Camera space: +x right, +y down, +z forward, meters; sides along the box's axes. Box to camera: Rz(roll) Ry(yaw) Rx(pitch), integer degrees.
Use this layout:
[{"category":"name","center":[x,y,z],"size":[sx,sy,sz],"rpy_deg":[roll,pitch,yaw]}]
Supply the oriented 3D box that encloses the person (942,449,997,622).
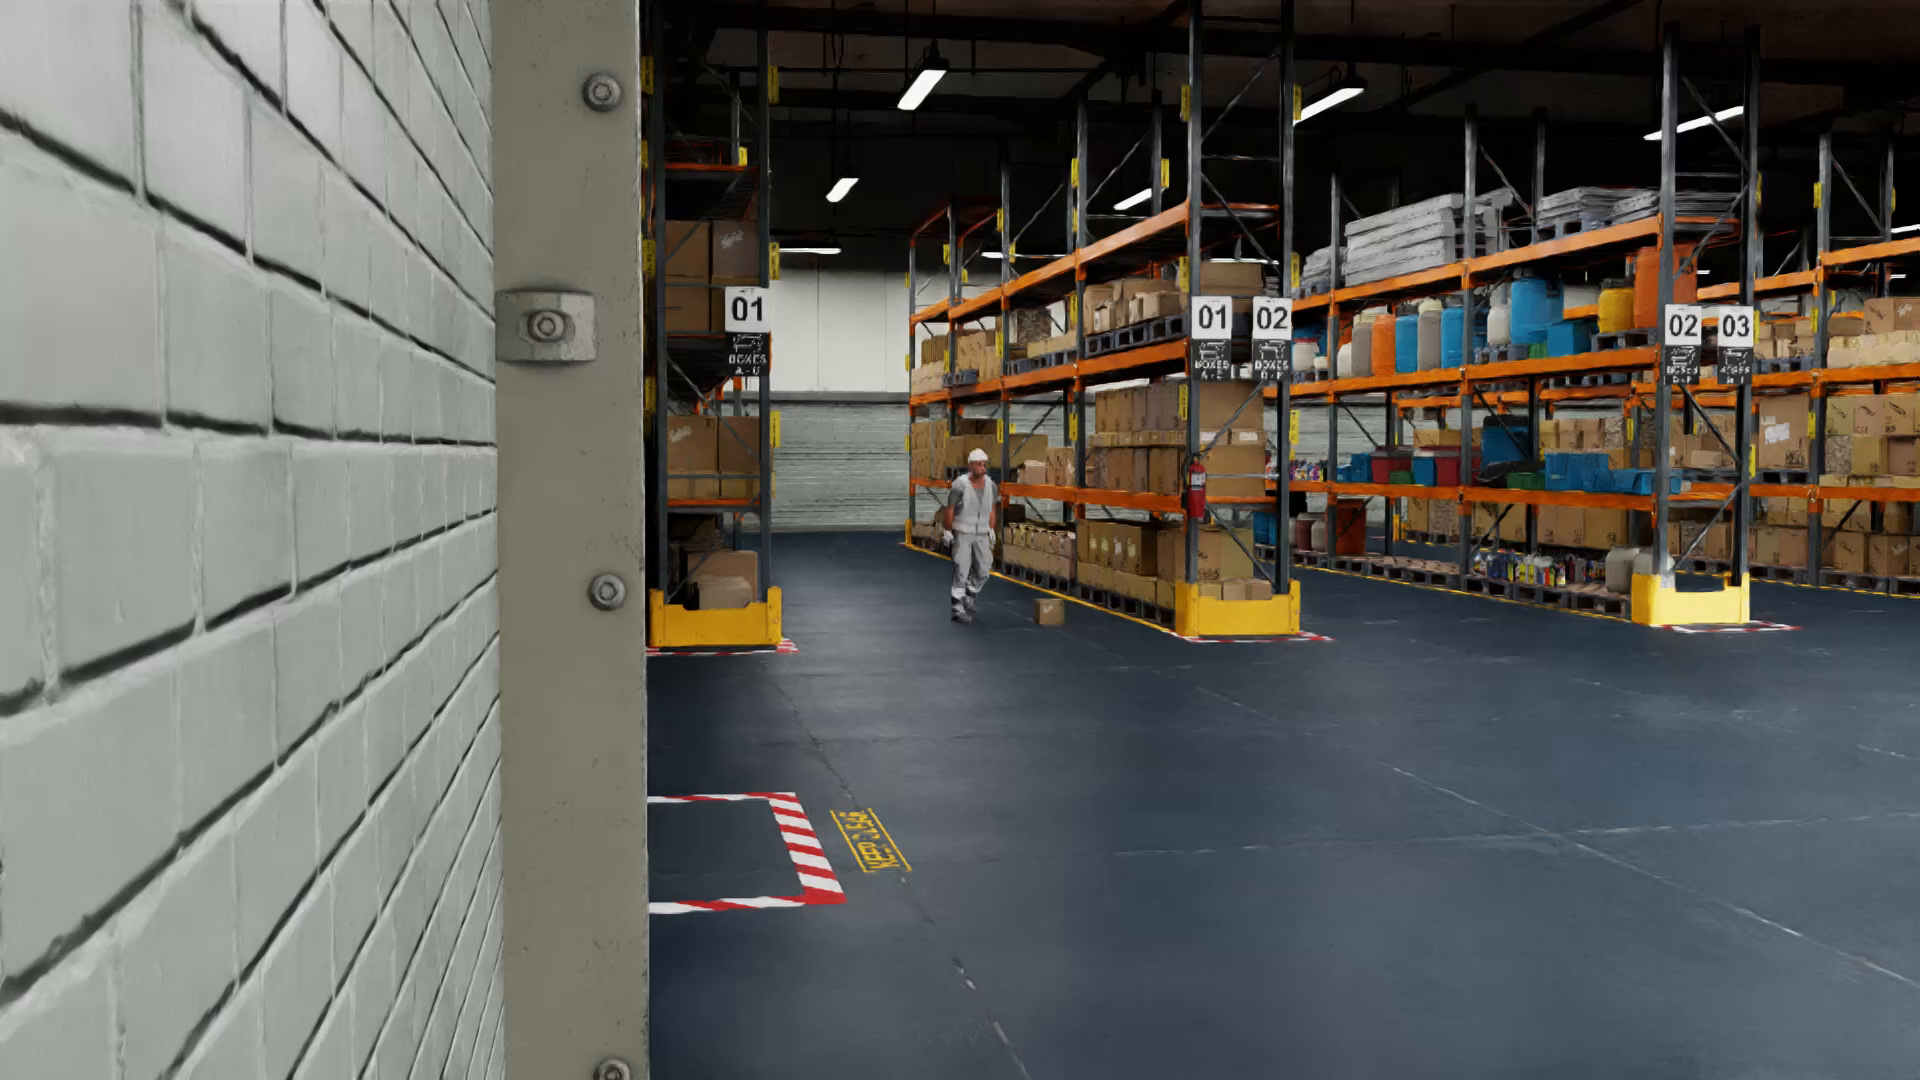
[{"category":"person","center":[0.107,-0.049,16.999],"size":[0.535,1.757,0.683],"rpy_deg":[-2,3,-28]}]
